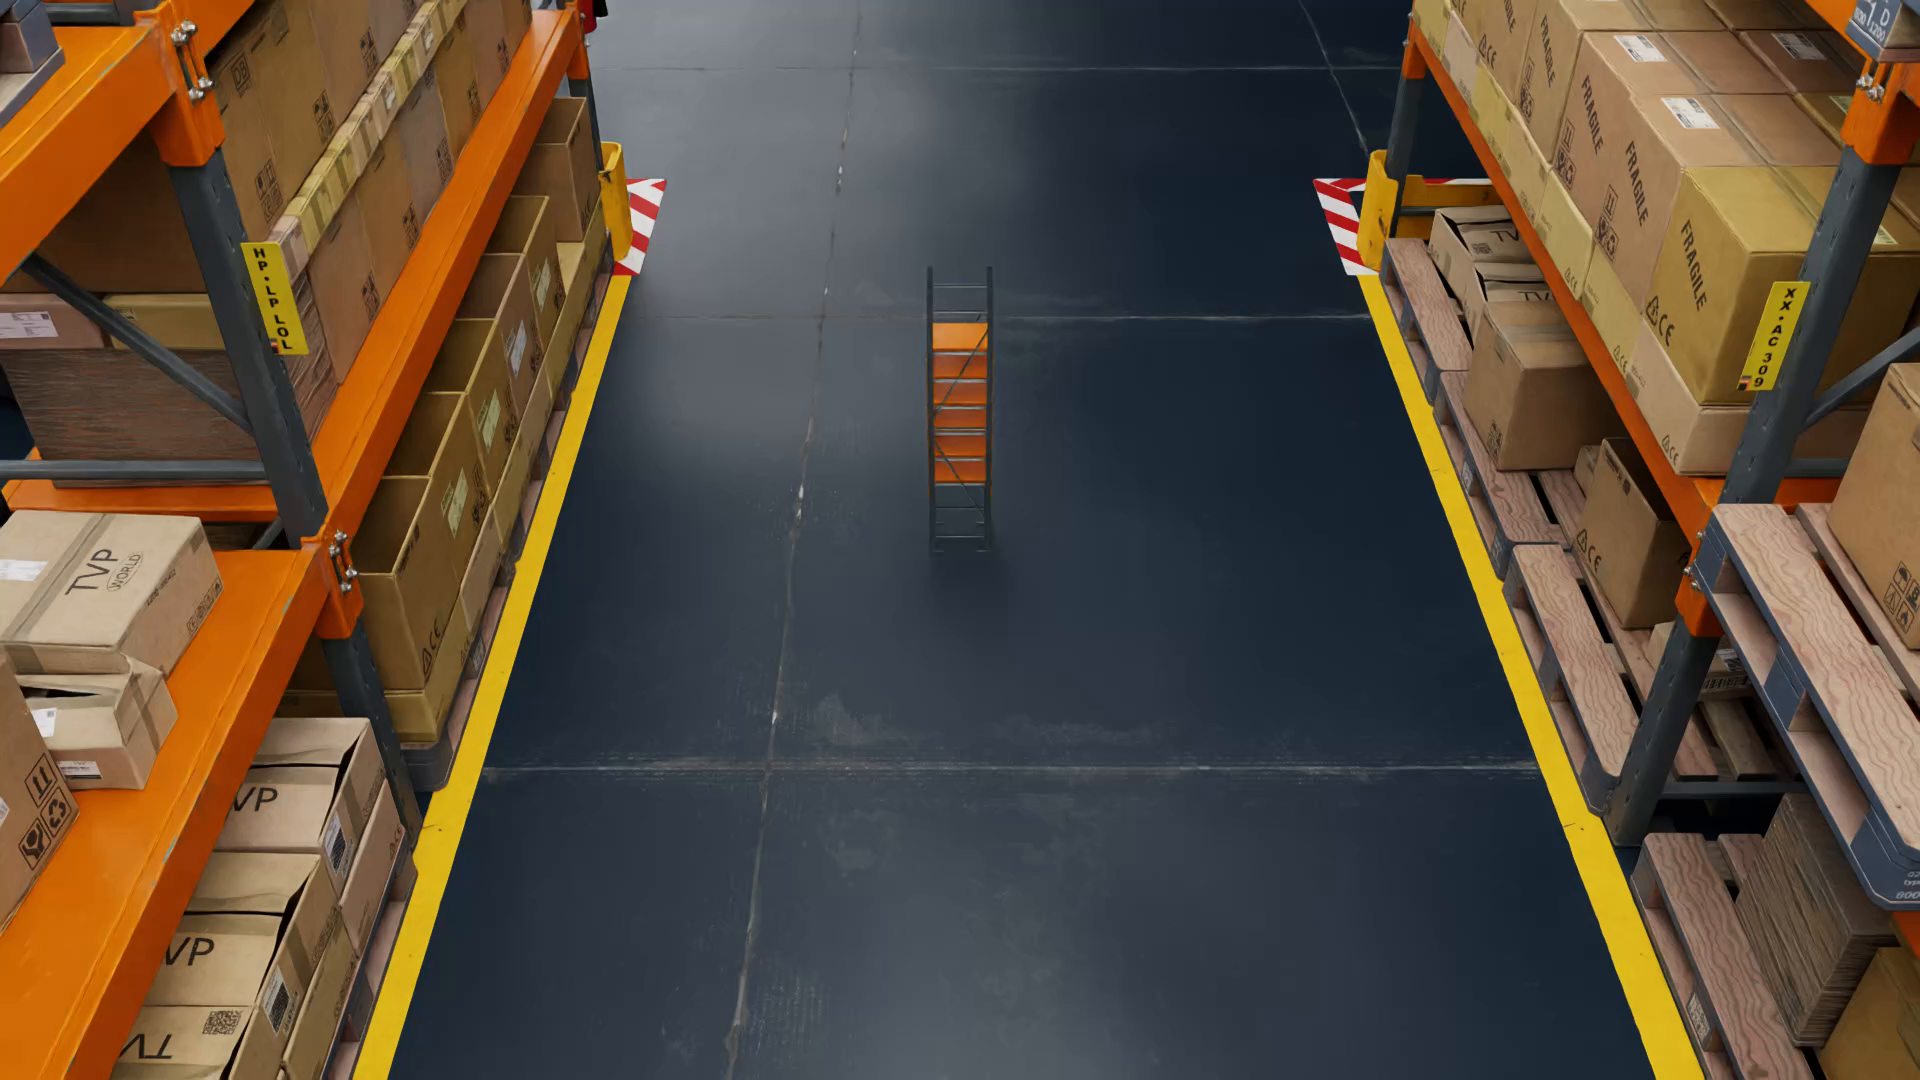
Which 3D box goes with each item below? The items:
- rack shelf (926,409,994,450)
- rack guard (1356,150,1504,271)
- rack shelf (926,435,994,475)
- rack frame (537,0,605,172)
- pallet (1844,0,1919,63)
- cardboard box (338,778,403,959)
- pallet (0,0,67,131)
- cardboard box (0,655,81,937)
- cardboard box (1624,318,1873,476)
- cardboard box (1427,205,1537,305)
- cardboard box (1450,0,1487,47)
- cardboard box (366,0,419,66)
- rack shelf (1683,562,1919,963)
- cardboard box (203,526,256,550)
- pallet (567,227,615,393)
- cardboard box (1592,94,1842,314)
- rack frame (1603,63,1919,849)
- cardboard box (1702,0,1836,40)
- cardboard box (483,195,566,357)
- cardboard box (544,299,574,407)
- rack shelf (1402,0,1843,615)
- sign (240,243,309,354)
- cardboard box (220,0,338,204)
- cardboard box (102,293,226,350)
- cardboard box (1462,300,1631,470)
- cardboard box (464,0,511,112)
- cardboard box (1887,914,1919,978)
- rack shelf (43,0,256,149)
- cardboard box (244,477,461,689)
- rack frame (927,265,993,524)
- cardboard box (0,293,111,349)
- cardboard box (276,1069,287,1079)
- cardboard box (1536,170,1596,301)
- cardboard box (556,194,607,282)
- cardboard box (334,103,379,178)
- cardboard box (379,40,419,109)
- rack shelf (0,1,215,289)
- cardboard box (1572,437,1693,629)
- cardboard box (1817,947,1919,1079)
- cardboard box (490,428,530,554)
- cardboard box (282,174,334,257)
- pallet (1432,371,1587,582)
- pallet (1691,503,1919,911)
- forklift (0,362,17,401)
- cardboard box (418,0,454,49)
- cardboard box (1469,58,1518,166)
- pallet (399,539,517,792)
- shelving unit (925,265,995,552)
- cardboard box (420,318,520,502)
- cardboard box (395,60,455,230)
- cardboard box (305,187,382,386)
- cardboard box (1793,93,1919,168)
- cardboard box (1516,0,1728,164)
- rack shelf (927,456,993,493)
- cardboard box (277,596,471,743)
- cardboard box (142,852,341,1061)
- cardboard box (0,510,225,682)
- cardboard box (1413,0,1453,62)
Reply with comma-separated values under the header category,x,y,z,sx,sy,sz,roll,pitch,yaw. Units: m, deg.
category,x,y,z,sx,sy,sz,roll,pitch,yaw
rack shelf,0.000,-0.443,6.414,0.258,0.103,0.180,0,39,0
rack guard,2.652,-1.672,8.437,1.175,0.500,0.348,0,39,0
rack shelf,0.000,-0.349,6.489,0.258,0.103,0.180,0,39,0
rack frame,-2.302,-2.689,7.707,1.000,3.000,0.127,0,39,0
pallet,2.550,-0.905,3.232,1.213,0.211,1.003,0,39,0
cardboard box,-2.007,0.981,4.991,0.500,0.250,0.500,0,39,0
pallet,-2.284,-0.732,3.019,0.805,0.209,1.217,-1,39,-2
cardboard box,-2.312,0.583,3.544,0.500,0.500,0.500,3,39,3
cardboard box,2.352,-0.439,5.003,0.500,0.250,0.500,0,39,0
cardboard box,2.562,-1.385,7.878,0.500,0.311,0.500,-4,39,-5
cardboard box,2.342,-2.329,6.762,0.500,0.500,0.500,0,39,0
cardboard box,-2.306,-1.952,5.670,0.700,0.500,0.500,0,39,0
rack shelf,2.658,1.338,3.257,1.077,0.370,4.000,0,39,0
cardboard box,-2.506,-0.174,5.831,0.500,0.500,0.500,0,39,0
pallet,-2.259,-1.123,7.982,1.003,0.211,1.213,0,39,0
cardboard box,2.340,-1.043,5.157,0.500,0.500,0.500,0,39,0
rack frame,2.656,-0.194,4.593,1.000,3.000,0.127,0,39,0
cardboard box,2.861,-1.689,5.964,0.500,0.500,0.500,0,39,1
cardboard box,-1.988,-1.112,7.002,0.500,0.500,0.500,0,39,0
cardboard box,-1.991,-0.819,7.237,0.500,0.250,0.500,0,39,0
rack shelf,2.654,-1.164,6.379,1.077,0.370,4.000,0,39,0
sign,-1.755,-0.615,4.256,0.100,0.325,0.005,0,39,0
cardboard box,-2.306,-1.326,4.889,0.700,0.500,0.500,0,39,0
cardboard box,-2.104,-0.648,4.561,0.380,0.149,0.250,0,39,0
cardboard box,2.514,-0.643,6.801,0.700,0.500,0.500,-2,39,-3
cardboard box,-2.309,-2.108,6.902,0.700,0.500,0.500,1,39,1
cardboard box,2.678,1.053,4.085,0.500,0.250,0.500,-1,39,-1
rack shelf,-2.300,-2.328,5.433,1.077,0.370,4.000,0,39,0
cardboard box,-1.985,0.139,5.442,0.500,0.500,0.500,0,39,0
rack frame,0.000,-0.534,6.457,0.240,1.200,0.006,0,39,0
cardboard box,-2.512,-0.650,4.563,0.380,0.149,0.250,0,39,0
cardboard box,-2.007,1.617,4.197,0.500,0.250,0.500,1,39,1
cardboard box,2.344,-1.065,5.784,0.500,0.250,0.500,0,39,0
cardboard box,-2.006,-1.445,8.017,0.500,0.250,0.500,0,39,0
cardboard box,-2.106,-1.287,5.358,0.380,0.149,0.250,-1,39,-2
cardboard box,-2.110,-1.617,5.770,0.380,0.149,0.250,0,39,0
rack shelf,-2.295,0.173,2.312,1.077,0.370,4.000,0,39,0
cardboard box,2.615,-0.039,6.047,0.500,0.500,0.500,-3,39,-3
cardboard box,2.724,1.394,4.259,0.700,0.500,0.500,-1,39,-1
cardboard box,-1.986,-0.194,6.457,0.500,0.250,0.500,0,39,0
cardboard box,-2.107,-0.966,4.959,0.380,0.149,0.250,-1,39,-1
pallet,2.616,-0.290,6.943,1.003,0.211,1.213,0,39,0
pallet,2.512,0.359,4.056,1.003,0.211,1.213,0,39,0
forklift,-5.191,-2.282,7.254,3.031,2.935,1.130,12,40,15
cardboard box,-2.108,-1.933,6.164,0.380,0.149,0.250,1,39,1
cardboard box,2.344,-1.696,6.571,0.500,0.250,0.500,-1,39,-1
pallet,-2.257,0.403,6.078,1.003,0.211,1.213,0,39,0
shelving unit,0.000,-0.477,6.386,0.258,1.200,0.189,0,39,0
cardboard box,-1.986,-0.487,6.222,0.500,0.500,0.500,0,39,0
cardboard box,-2.310,-1.468,6.103,0.700,0.500,0.500,1,39,1
cardboard box,-2.311,-0.834,5.312,0.700,0.500,0.500,0,39,-1
cardboard box,2.868,-1.053,5.170,0.500,0.500,0.500,0,39,0
cardboard box,2.349,-1.683,5.956,0.500,0.500,0.500,1,39,1
rack shelf,0.000,-0.255,6.564,0.258,0.103,0.180,0,39,0
cardboard box,-1.995,0.431,5.676,0.500,0.250,0.500,0,39,0
cardboard box,-2.003,1.081,4.417,0.500,0.311,0.500,1,39,1
cardboard box,-2.253,0.179,4.248,0.500,0.250,0.500,2,39,3
cardboard box,2.335,-2.339,7.374,0.500,0.250,0.500,-1,39,-1
